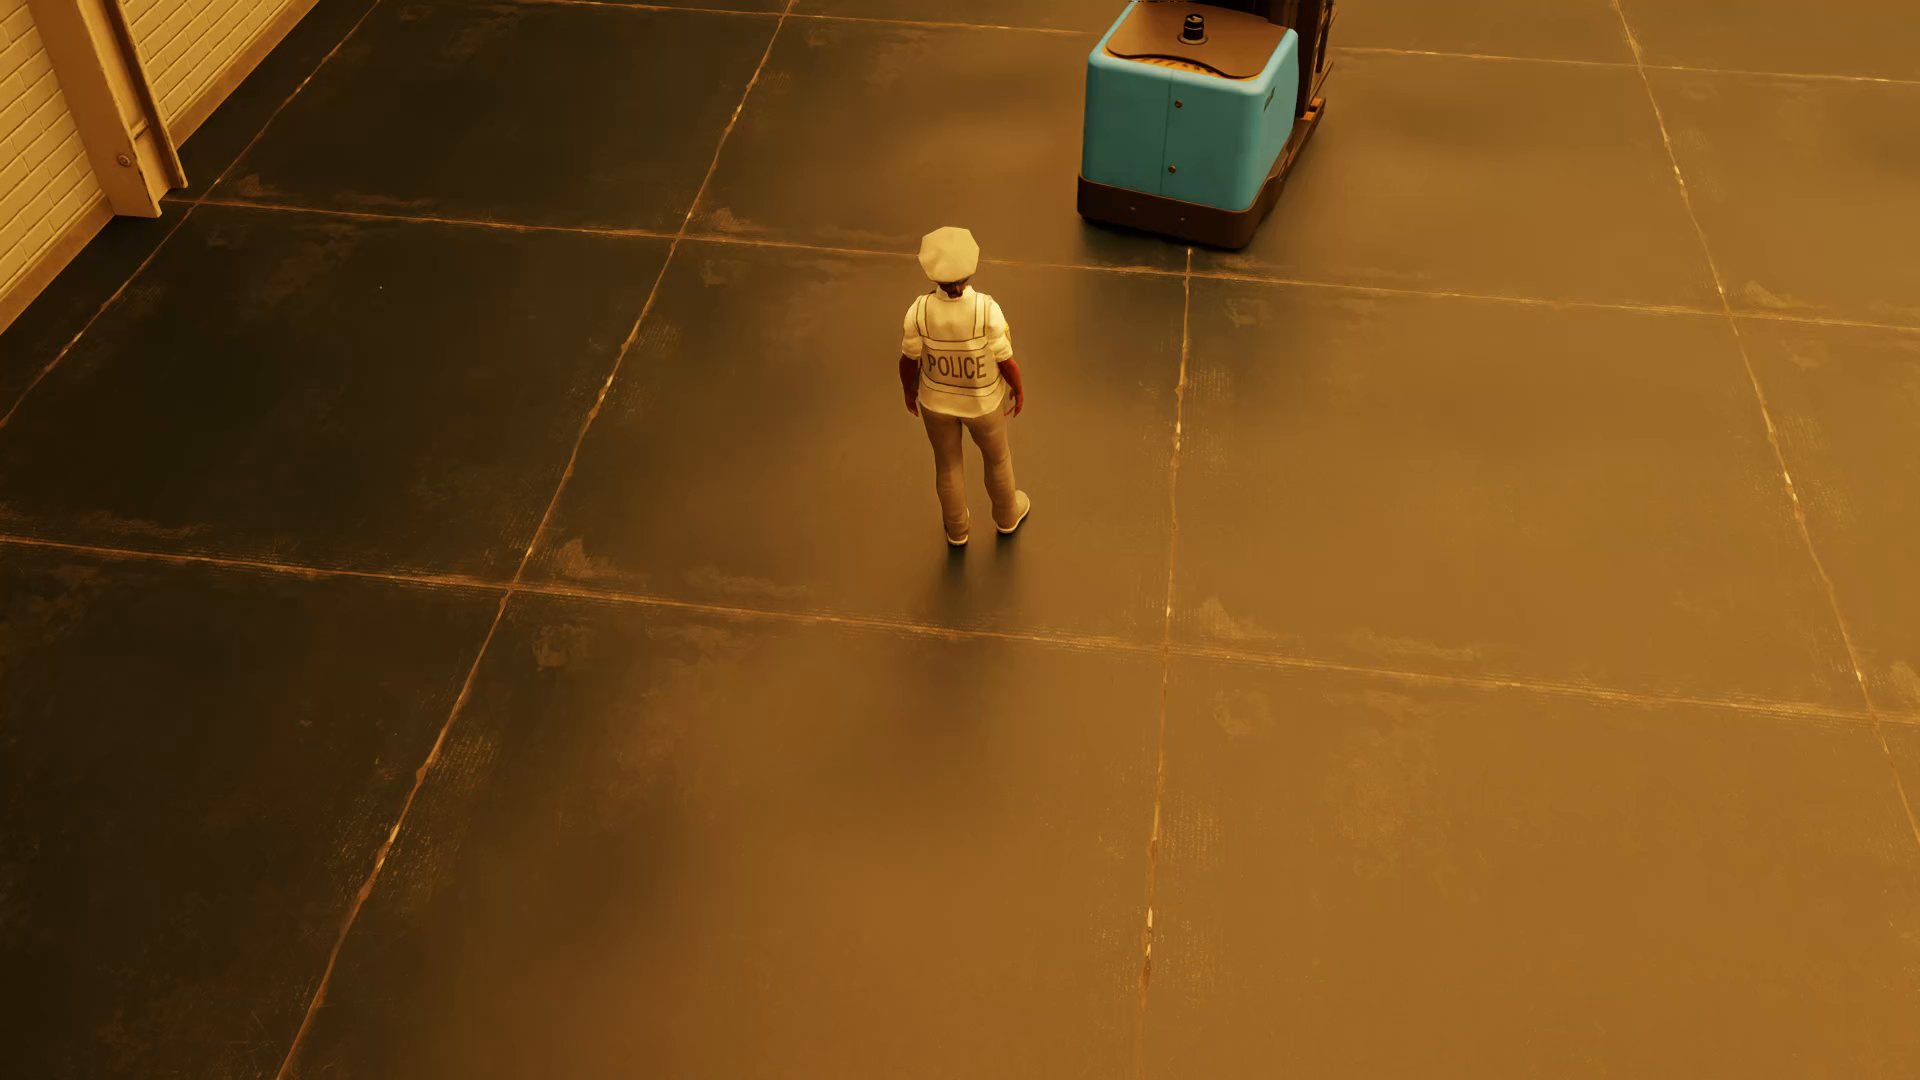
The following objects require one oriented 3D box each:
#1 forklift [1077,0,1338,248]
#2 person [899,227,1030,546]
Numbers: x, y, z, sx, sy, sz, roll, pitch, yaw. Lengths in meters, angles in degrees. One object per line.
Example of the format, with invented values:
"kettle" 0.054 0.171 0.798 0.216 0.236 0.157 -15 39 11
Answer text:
"forklift" 1.734 -3.773 9.831 1.130 2.935 3.031 16 45 17
"person" 0.030 -0.677 7.365 0.569 1.694 0.530 5 43 6
